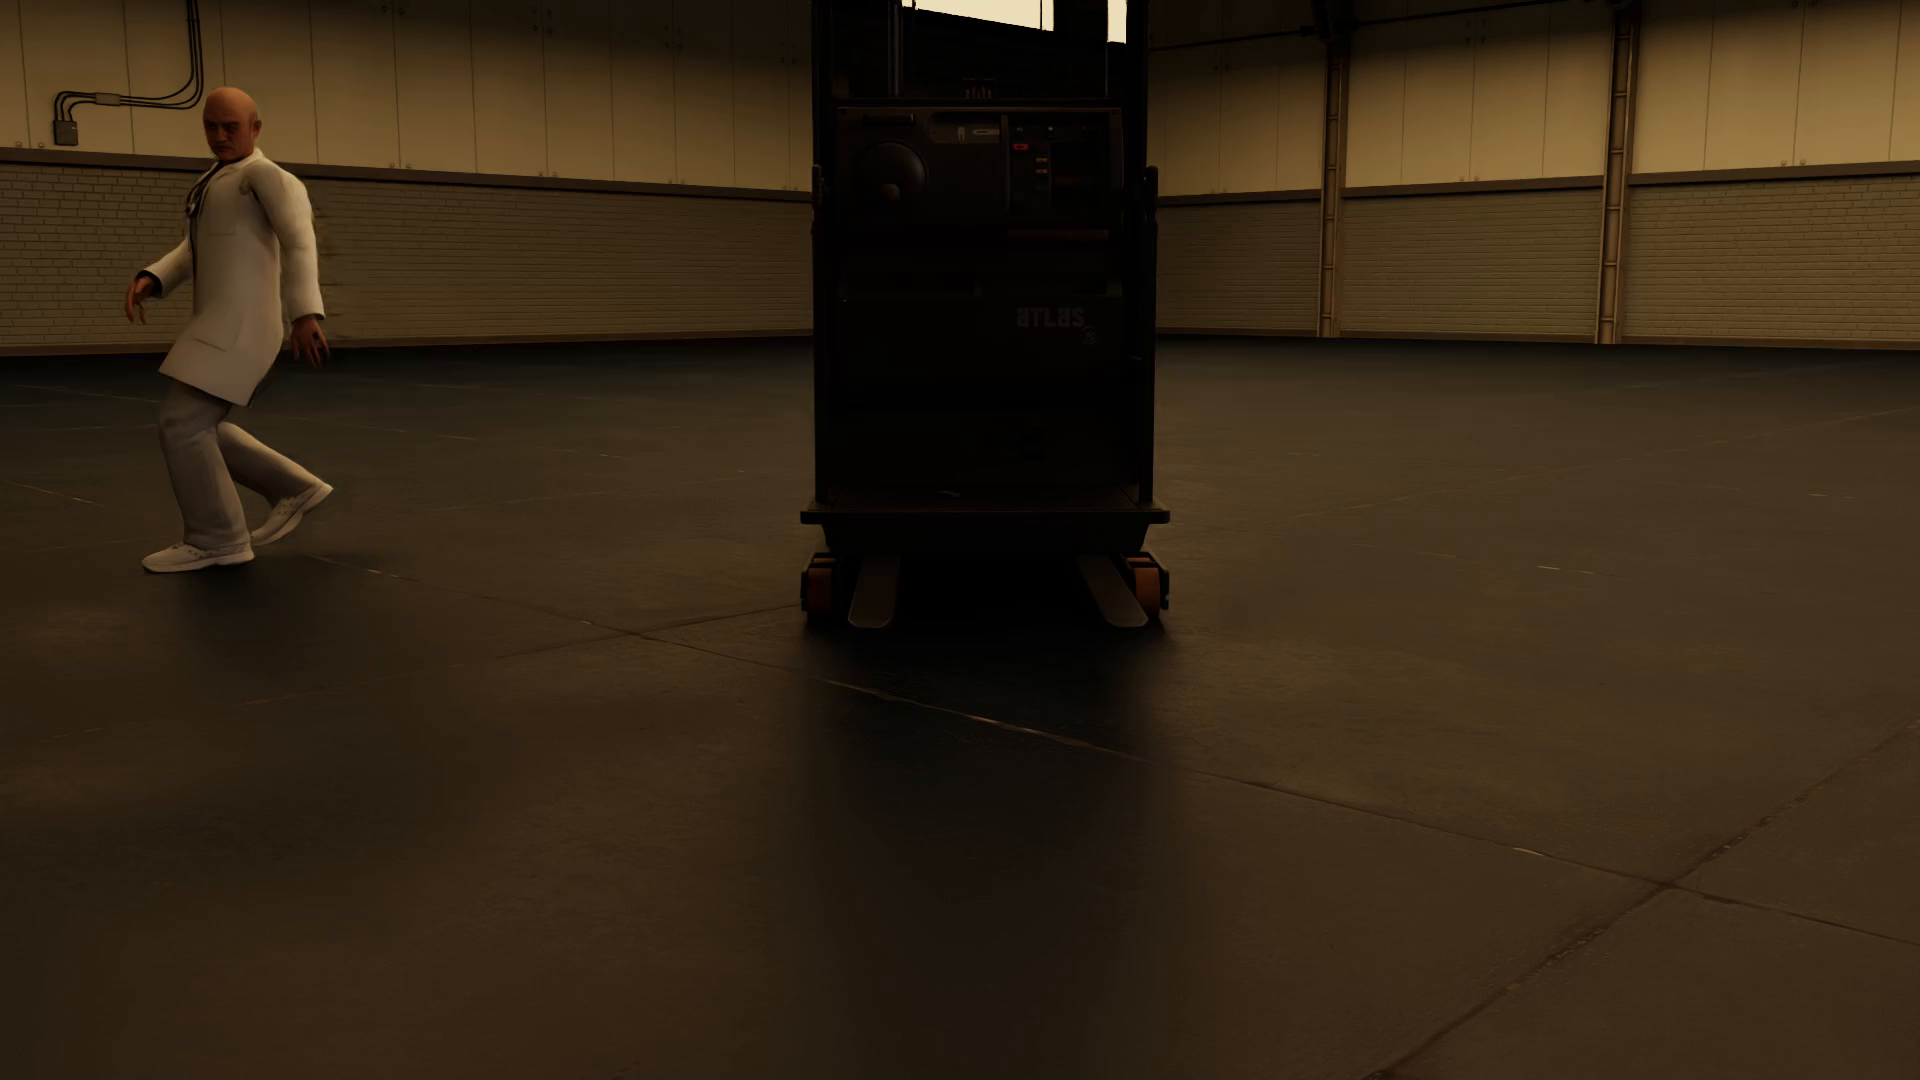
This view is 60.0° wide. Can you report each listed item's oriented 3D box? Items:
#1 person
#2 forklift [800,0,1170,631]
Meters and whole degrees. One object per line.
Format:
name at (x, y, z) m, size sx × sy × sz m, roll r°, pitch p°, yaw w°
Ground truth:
person at (-2.637, -0.757, 6.011) m, size 0.688 × 1.719 × 0.740 m, roll -5°, pitch 10°, yaw -28°
forklift at (0.069, -1.250, 5.177) m, size 1.130 × 2.935 × 3.031 m, roll 0°, pitch 9°, yaw -1°
